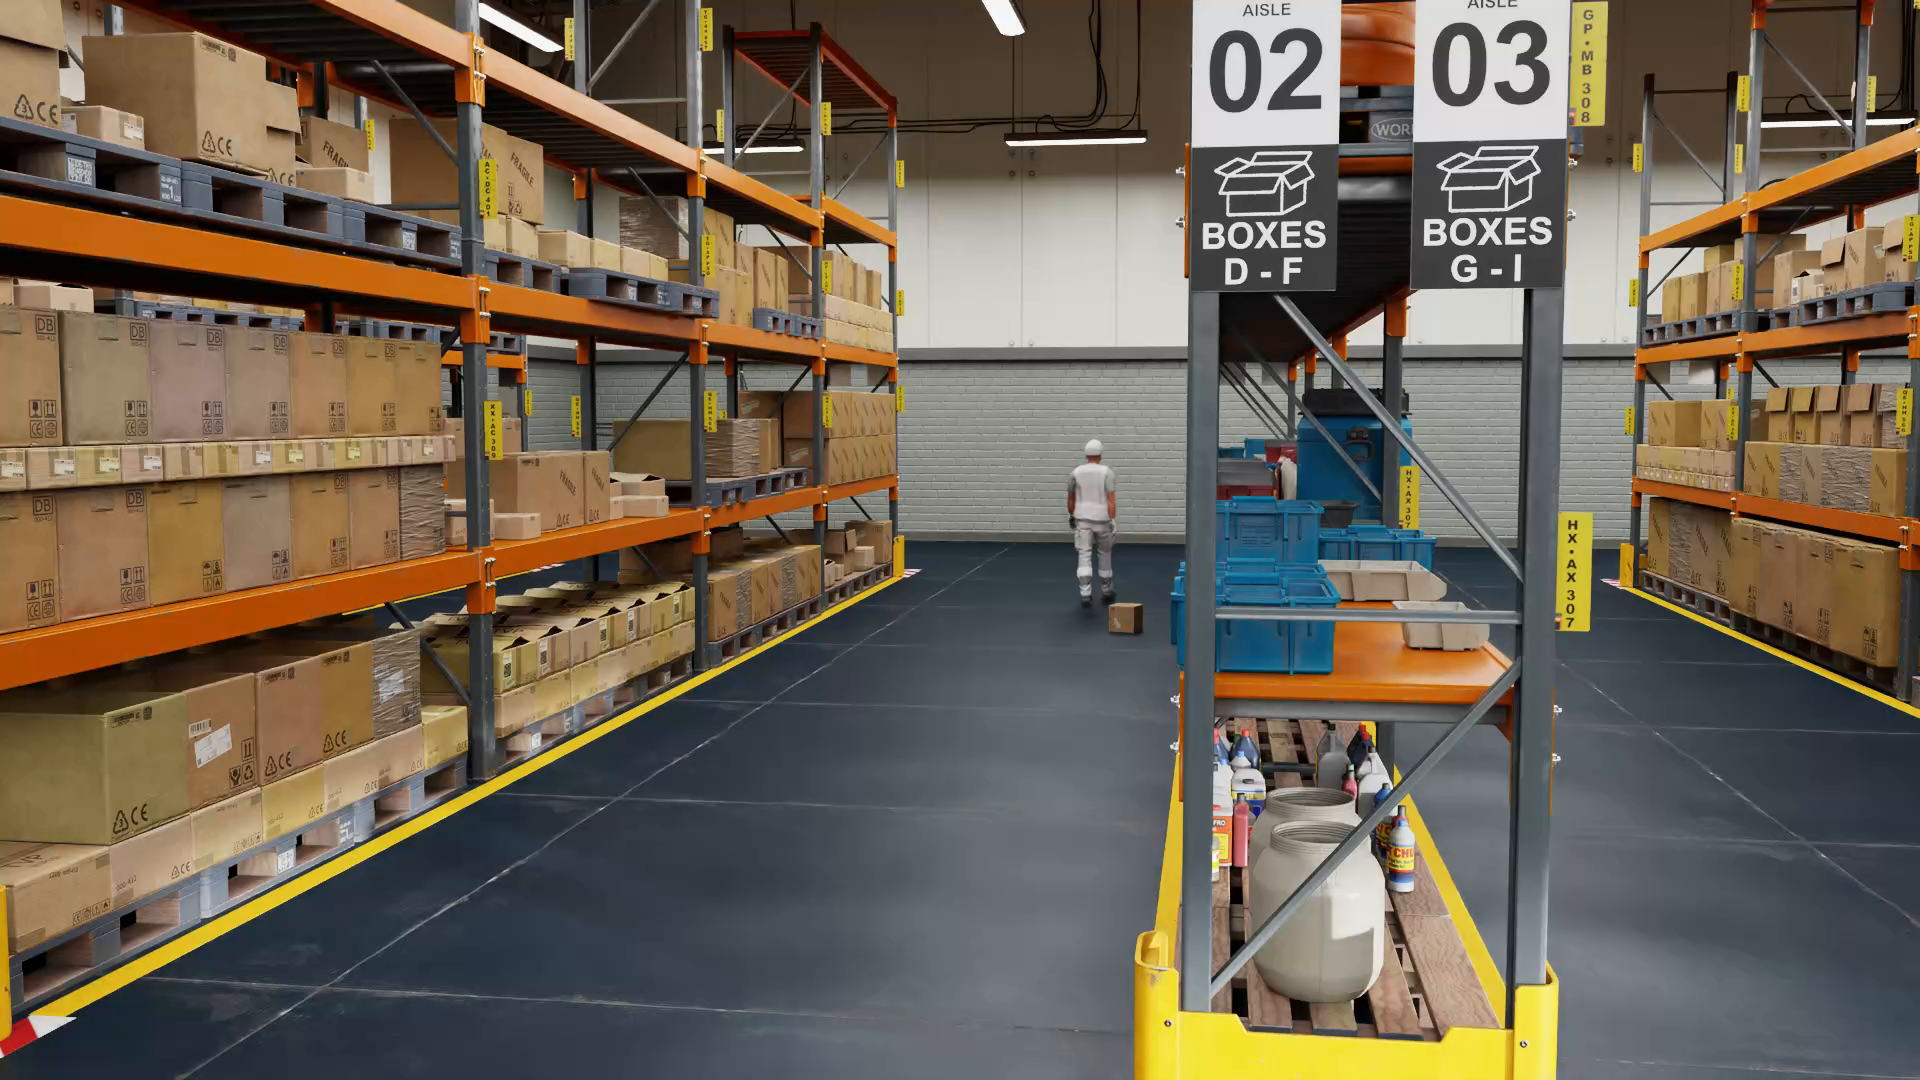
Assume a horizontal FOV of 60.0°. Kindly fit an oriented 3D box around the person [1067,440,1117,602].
[{"bbox_3d":[1.449,-0.229,18.149,0.569,1.738,0.968,1,4,11],"label":"person"}]
